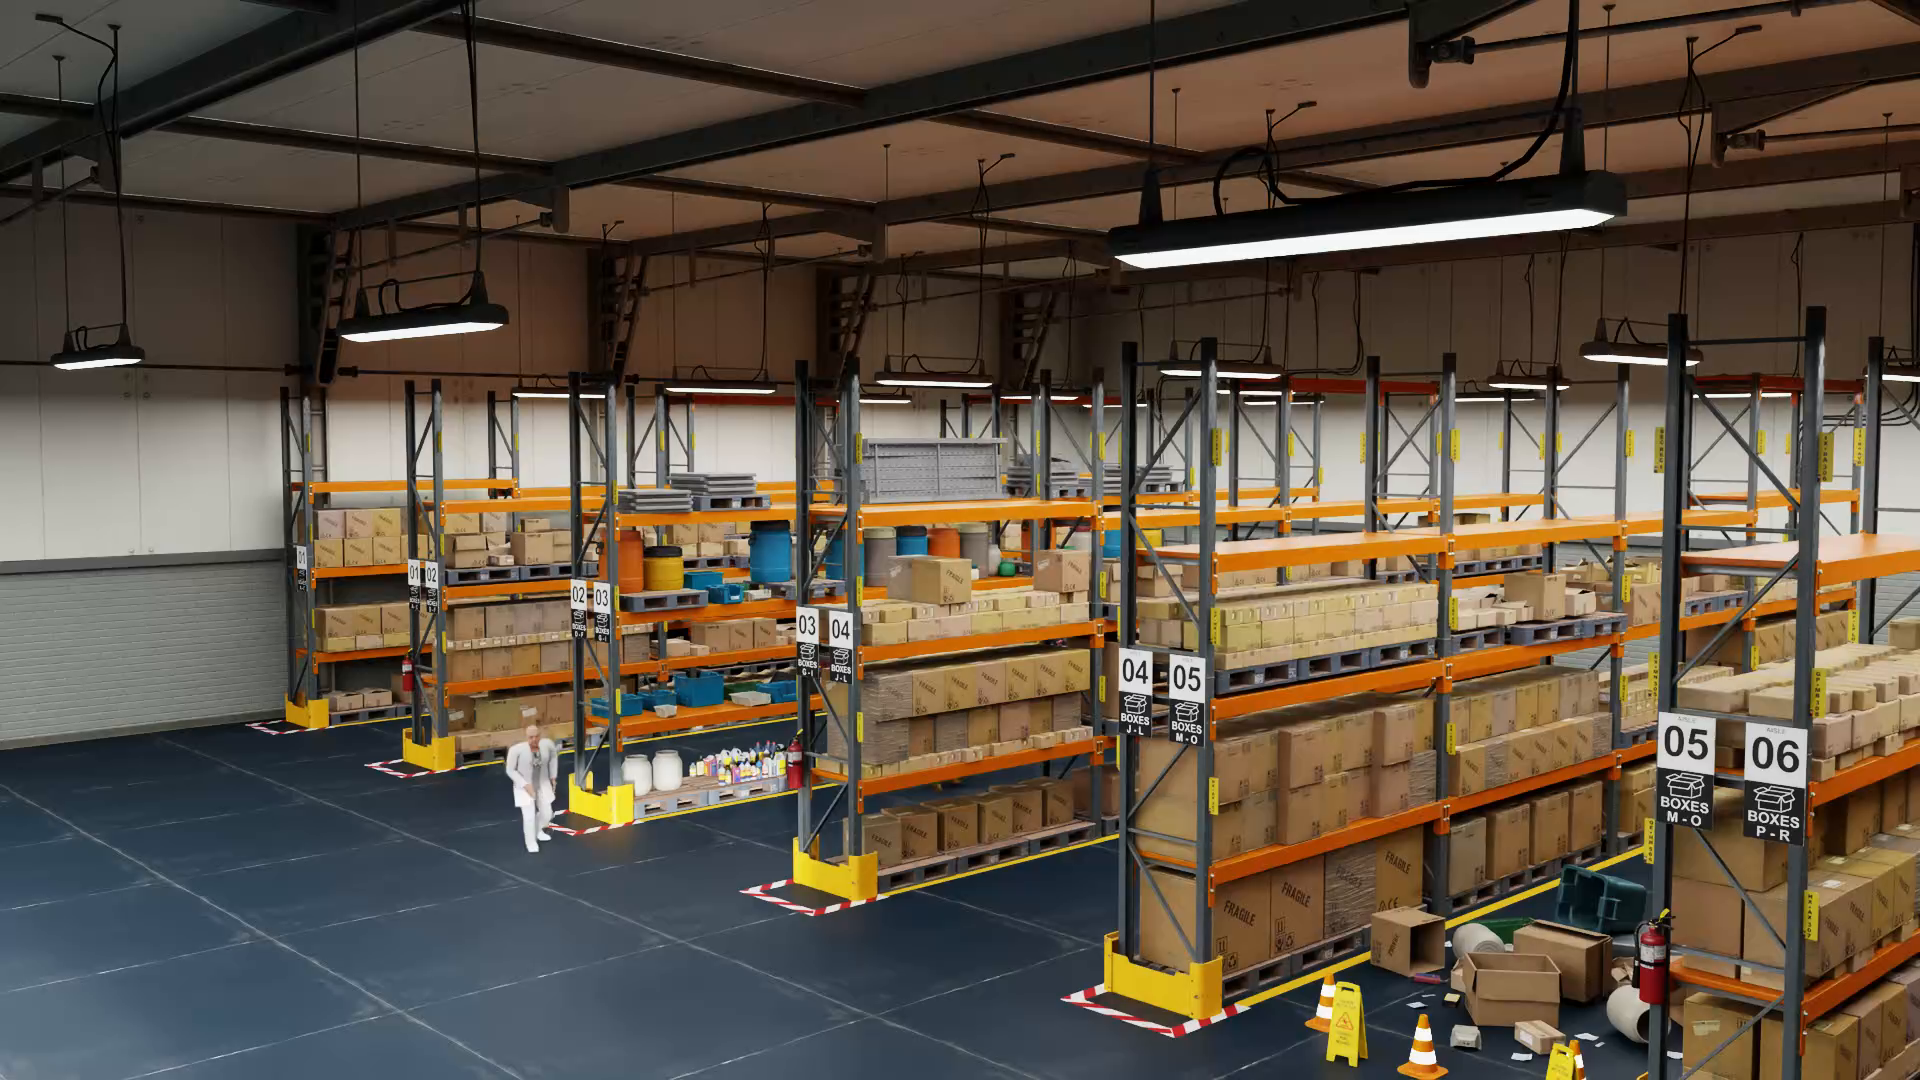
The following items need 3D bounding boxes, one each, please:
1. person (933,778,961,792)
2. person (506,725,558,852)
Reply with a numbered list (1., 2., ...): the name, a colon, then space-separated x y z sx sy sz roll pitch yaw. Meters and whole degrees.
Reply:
1. person: -0.299 2.791 24.148 0.685 1.737 0.837 0 4 -6
2. person: -5.297 3.045 20.496 0.669 1.603 0.882 -2 4 -32
